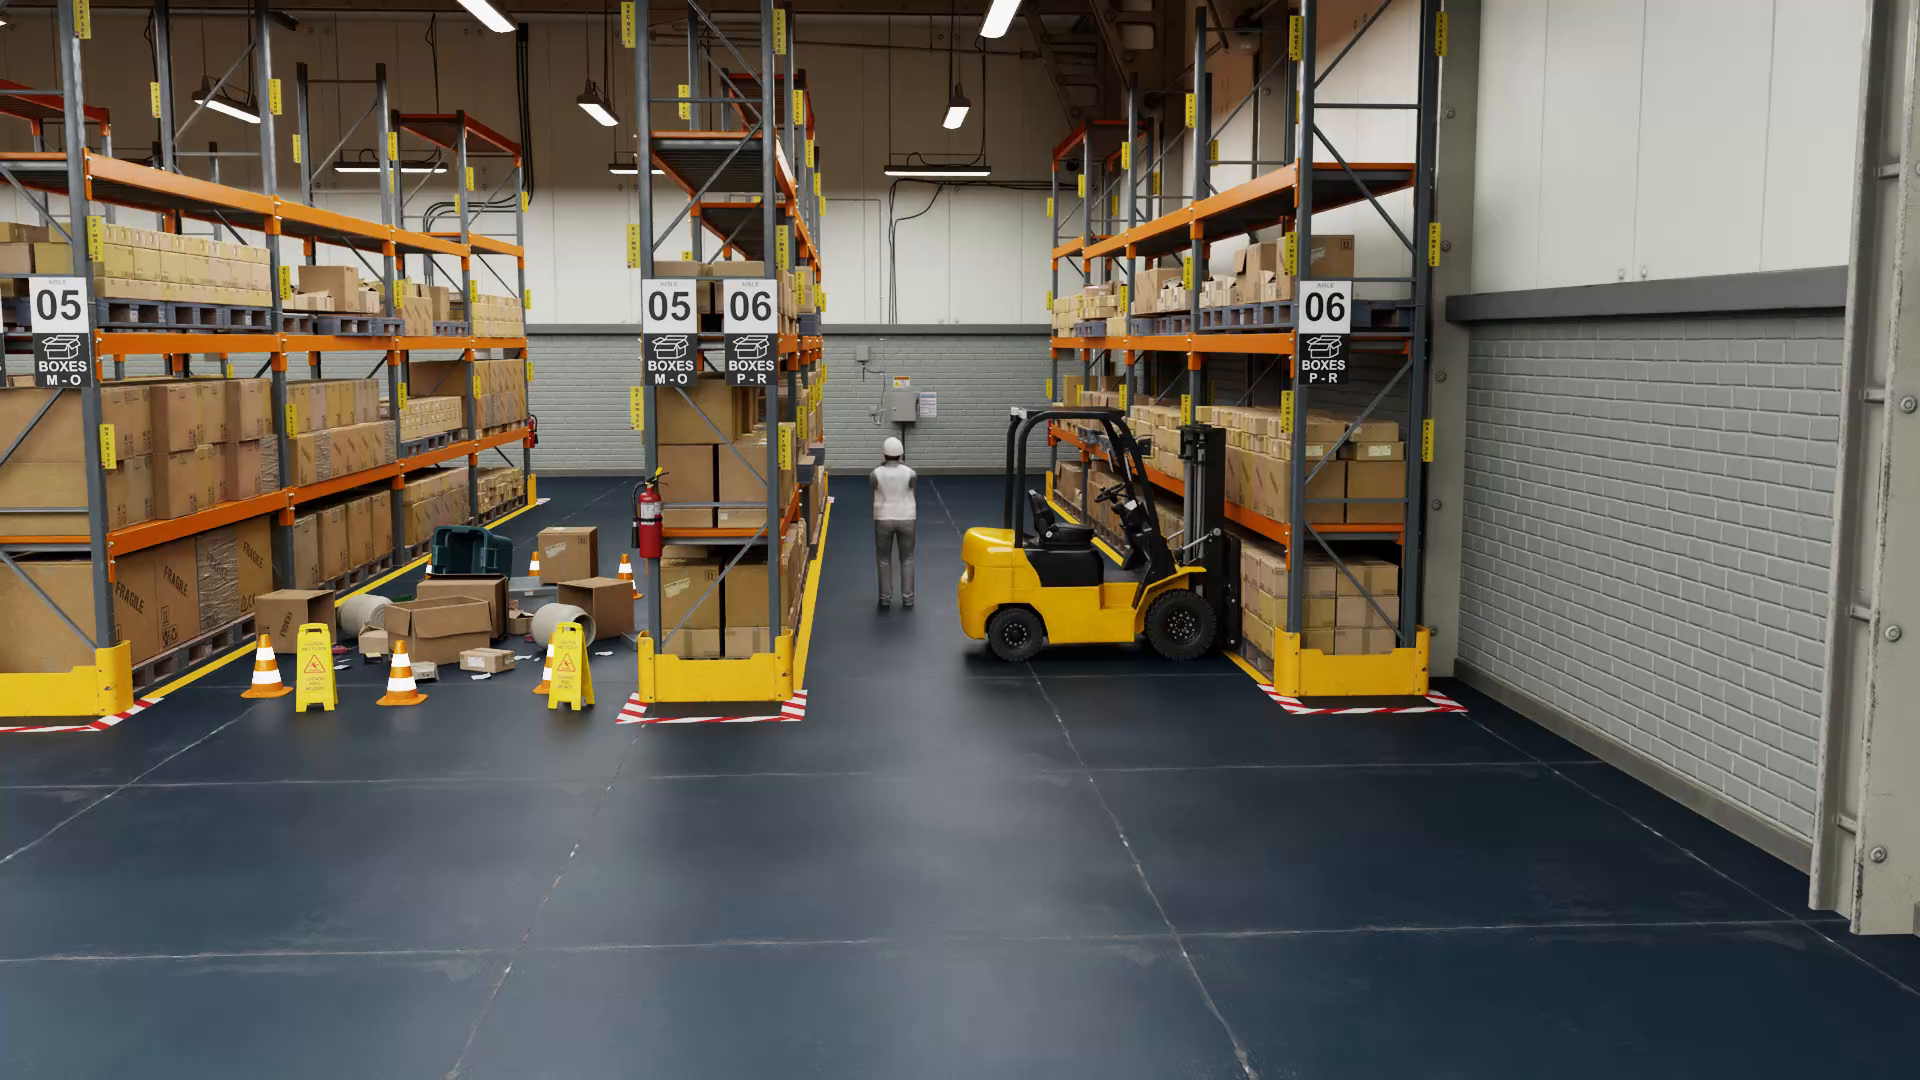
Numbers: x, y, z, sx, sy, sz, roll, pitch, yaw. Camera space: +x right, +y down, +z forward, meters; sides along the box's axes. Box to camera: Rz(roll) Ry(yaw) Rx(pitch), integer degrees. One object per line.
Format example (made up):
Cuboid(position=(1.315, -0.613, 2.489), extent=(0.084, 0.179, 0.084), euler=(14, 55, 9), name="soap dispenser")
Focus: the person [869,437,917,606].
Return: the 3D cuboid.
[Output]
Cuboid(position=(-0.700, -0.203, 17.374), extent=(0.494, 1.762, 0.554), euler=(0, 7, -4), name="person")
